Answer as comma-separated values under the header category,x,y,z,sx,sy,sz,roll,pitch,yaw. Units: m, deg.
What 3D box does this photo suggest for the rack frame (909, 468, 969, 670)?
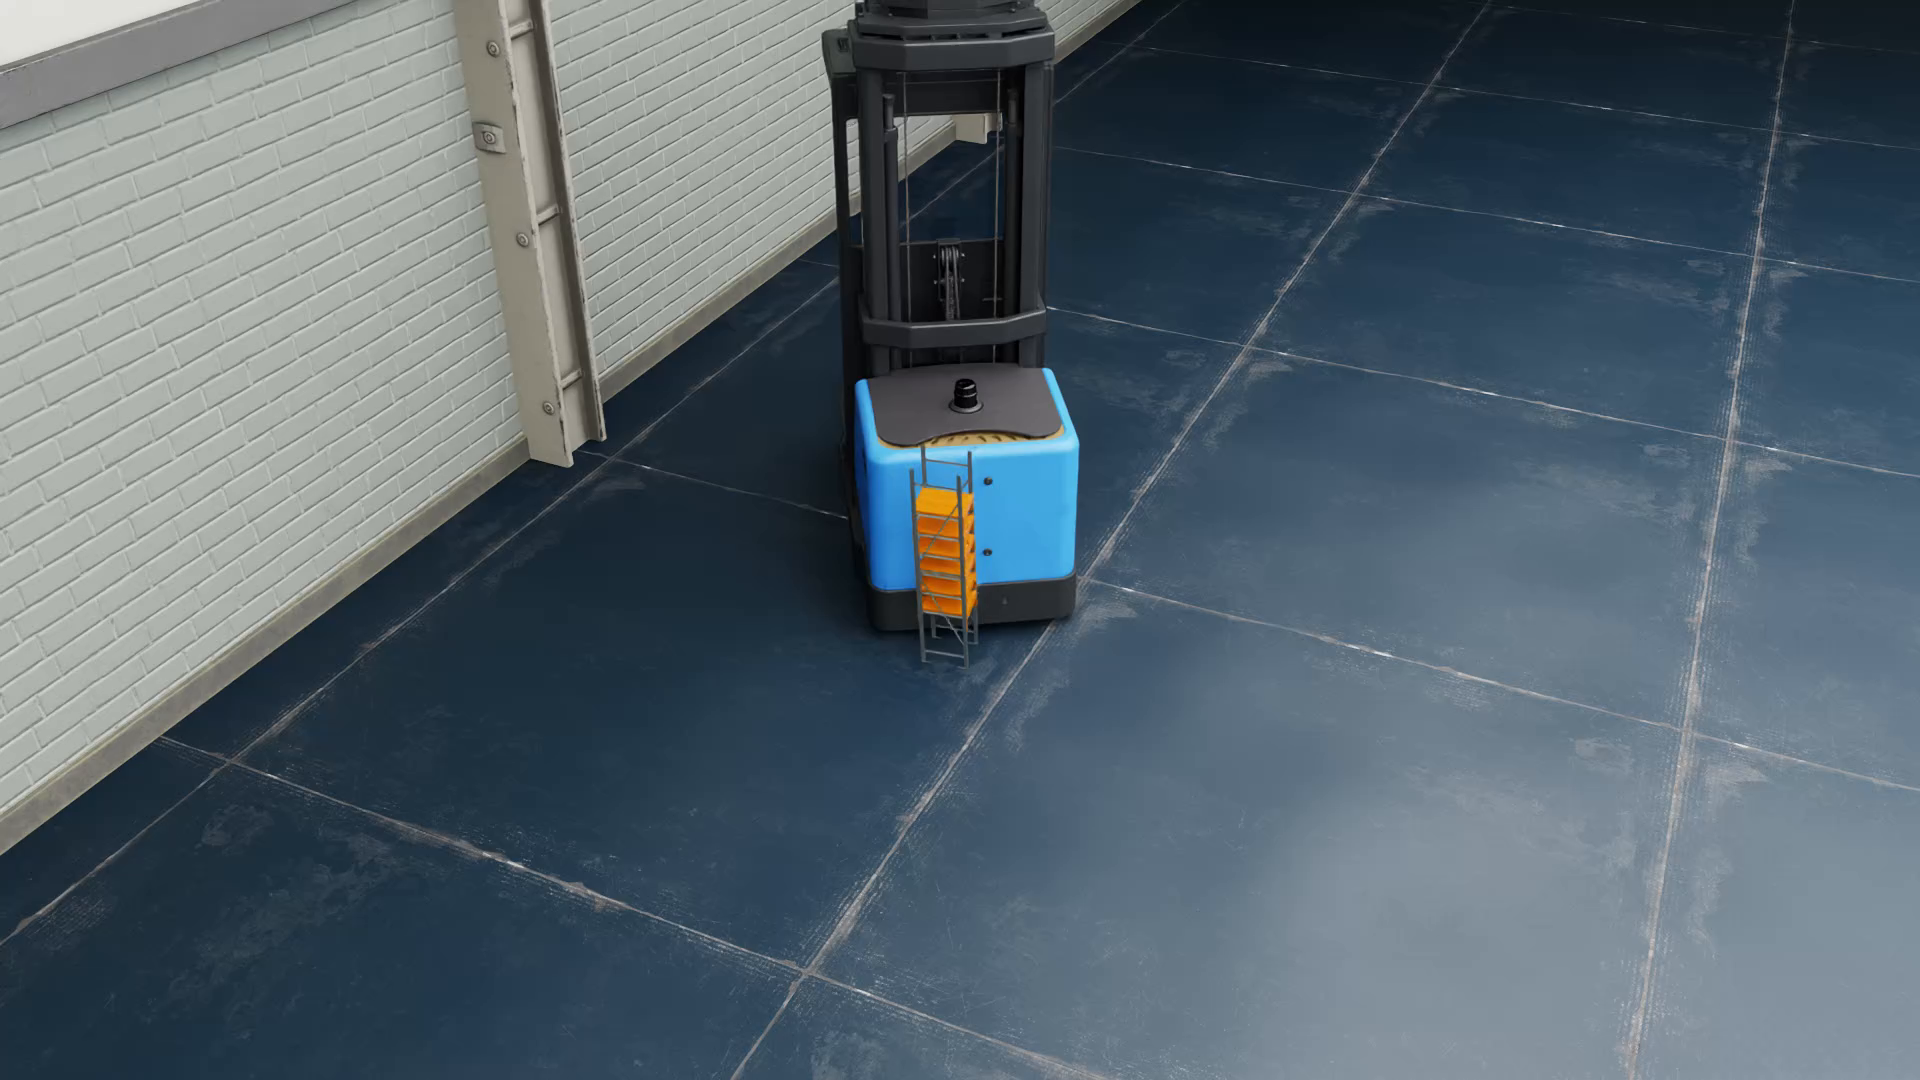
category,x,y,z,sx,sy,sz,roll,pitch,yaw
rack frame,-0.092,0.158,7.789,0.240,1.200,0.006,9,41,13

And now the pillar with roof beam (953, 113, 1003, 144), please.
category,x,y,z,sx,sy,sz,roll,pitch,yaw
pillar with roof beam,4.064,-6.321,10.552,9.100,9.000,0.400,14,36,20

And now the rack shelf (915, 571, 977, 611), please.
category,x,y,z,sx,sy,sz,roll,pitch,yaw
rack shelf,-0.063,0.227,7.962,0.258,0.103,0.180,9,41,13

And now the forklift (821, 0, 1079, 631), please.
category,x,y,z,sx,sy,sz,roll,pitch,yaw
forklift,-0.120,-1.564,8.831,1.130,2.935,3.031,-4,33,-6

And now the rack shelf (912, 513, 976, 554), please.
category,x,y,z,sx,sy,sz,roll,pitch,yaw
rack shelf,-0.074,-0.049,7.731,0.258,0.103,0.180,9,41,13

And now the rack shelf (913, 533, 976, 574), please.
category,x,y,z,sx,sy,sz,roll,pitch,yaw
rack shelf,-0.071,0.043,7.808,0.258,0.103,0.180,9,41,13

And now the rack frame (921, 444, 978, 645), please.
category,x,y,z,sx,sy,sz,roll,pitch,yaw
rack frame,-0.044,0.044,7.923,0.240,1.200,0.006,9,41,13

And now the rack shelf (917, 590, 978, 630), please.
category,x,y,z,sx,sy,sz,roll,pitch,yaw
rack shelf,-0.059,0.319,8.039,0.258,0.103,0.180,9,41,13

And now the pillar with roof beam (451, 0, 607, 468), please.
category,x,y,z,sx,sy,sz,roll,pitch,yaw
pillar with roof beam,1.553,-3.333,5.995,9.100,9.000,0.400,14,36,20

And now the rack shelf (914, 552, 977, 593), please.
category,x,y,z,sx,sy,sz,roll,pitch,yaw
rack shelf,-0.067,0.135,7.885,0.258,0.103,0.180,9,41,13

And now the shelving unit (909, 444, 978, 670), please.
category,x,y,z,sx,sy,sz,roll,pitch,yaw
shelving unit,-0.068,0.101,7.856,0.258,1.200,0.189,9,41,13

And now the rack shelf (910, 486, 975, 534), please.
category,x,y,z,sx,sy,sz,roll,pitch,yaw
rack shelf,-0.078,-0.141,7.654,0.258,0.103,0.180,9,41,13
